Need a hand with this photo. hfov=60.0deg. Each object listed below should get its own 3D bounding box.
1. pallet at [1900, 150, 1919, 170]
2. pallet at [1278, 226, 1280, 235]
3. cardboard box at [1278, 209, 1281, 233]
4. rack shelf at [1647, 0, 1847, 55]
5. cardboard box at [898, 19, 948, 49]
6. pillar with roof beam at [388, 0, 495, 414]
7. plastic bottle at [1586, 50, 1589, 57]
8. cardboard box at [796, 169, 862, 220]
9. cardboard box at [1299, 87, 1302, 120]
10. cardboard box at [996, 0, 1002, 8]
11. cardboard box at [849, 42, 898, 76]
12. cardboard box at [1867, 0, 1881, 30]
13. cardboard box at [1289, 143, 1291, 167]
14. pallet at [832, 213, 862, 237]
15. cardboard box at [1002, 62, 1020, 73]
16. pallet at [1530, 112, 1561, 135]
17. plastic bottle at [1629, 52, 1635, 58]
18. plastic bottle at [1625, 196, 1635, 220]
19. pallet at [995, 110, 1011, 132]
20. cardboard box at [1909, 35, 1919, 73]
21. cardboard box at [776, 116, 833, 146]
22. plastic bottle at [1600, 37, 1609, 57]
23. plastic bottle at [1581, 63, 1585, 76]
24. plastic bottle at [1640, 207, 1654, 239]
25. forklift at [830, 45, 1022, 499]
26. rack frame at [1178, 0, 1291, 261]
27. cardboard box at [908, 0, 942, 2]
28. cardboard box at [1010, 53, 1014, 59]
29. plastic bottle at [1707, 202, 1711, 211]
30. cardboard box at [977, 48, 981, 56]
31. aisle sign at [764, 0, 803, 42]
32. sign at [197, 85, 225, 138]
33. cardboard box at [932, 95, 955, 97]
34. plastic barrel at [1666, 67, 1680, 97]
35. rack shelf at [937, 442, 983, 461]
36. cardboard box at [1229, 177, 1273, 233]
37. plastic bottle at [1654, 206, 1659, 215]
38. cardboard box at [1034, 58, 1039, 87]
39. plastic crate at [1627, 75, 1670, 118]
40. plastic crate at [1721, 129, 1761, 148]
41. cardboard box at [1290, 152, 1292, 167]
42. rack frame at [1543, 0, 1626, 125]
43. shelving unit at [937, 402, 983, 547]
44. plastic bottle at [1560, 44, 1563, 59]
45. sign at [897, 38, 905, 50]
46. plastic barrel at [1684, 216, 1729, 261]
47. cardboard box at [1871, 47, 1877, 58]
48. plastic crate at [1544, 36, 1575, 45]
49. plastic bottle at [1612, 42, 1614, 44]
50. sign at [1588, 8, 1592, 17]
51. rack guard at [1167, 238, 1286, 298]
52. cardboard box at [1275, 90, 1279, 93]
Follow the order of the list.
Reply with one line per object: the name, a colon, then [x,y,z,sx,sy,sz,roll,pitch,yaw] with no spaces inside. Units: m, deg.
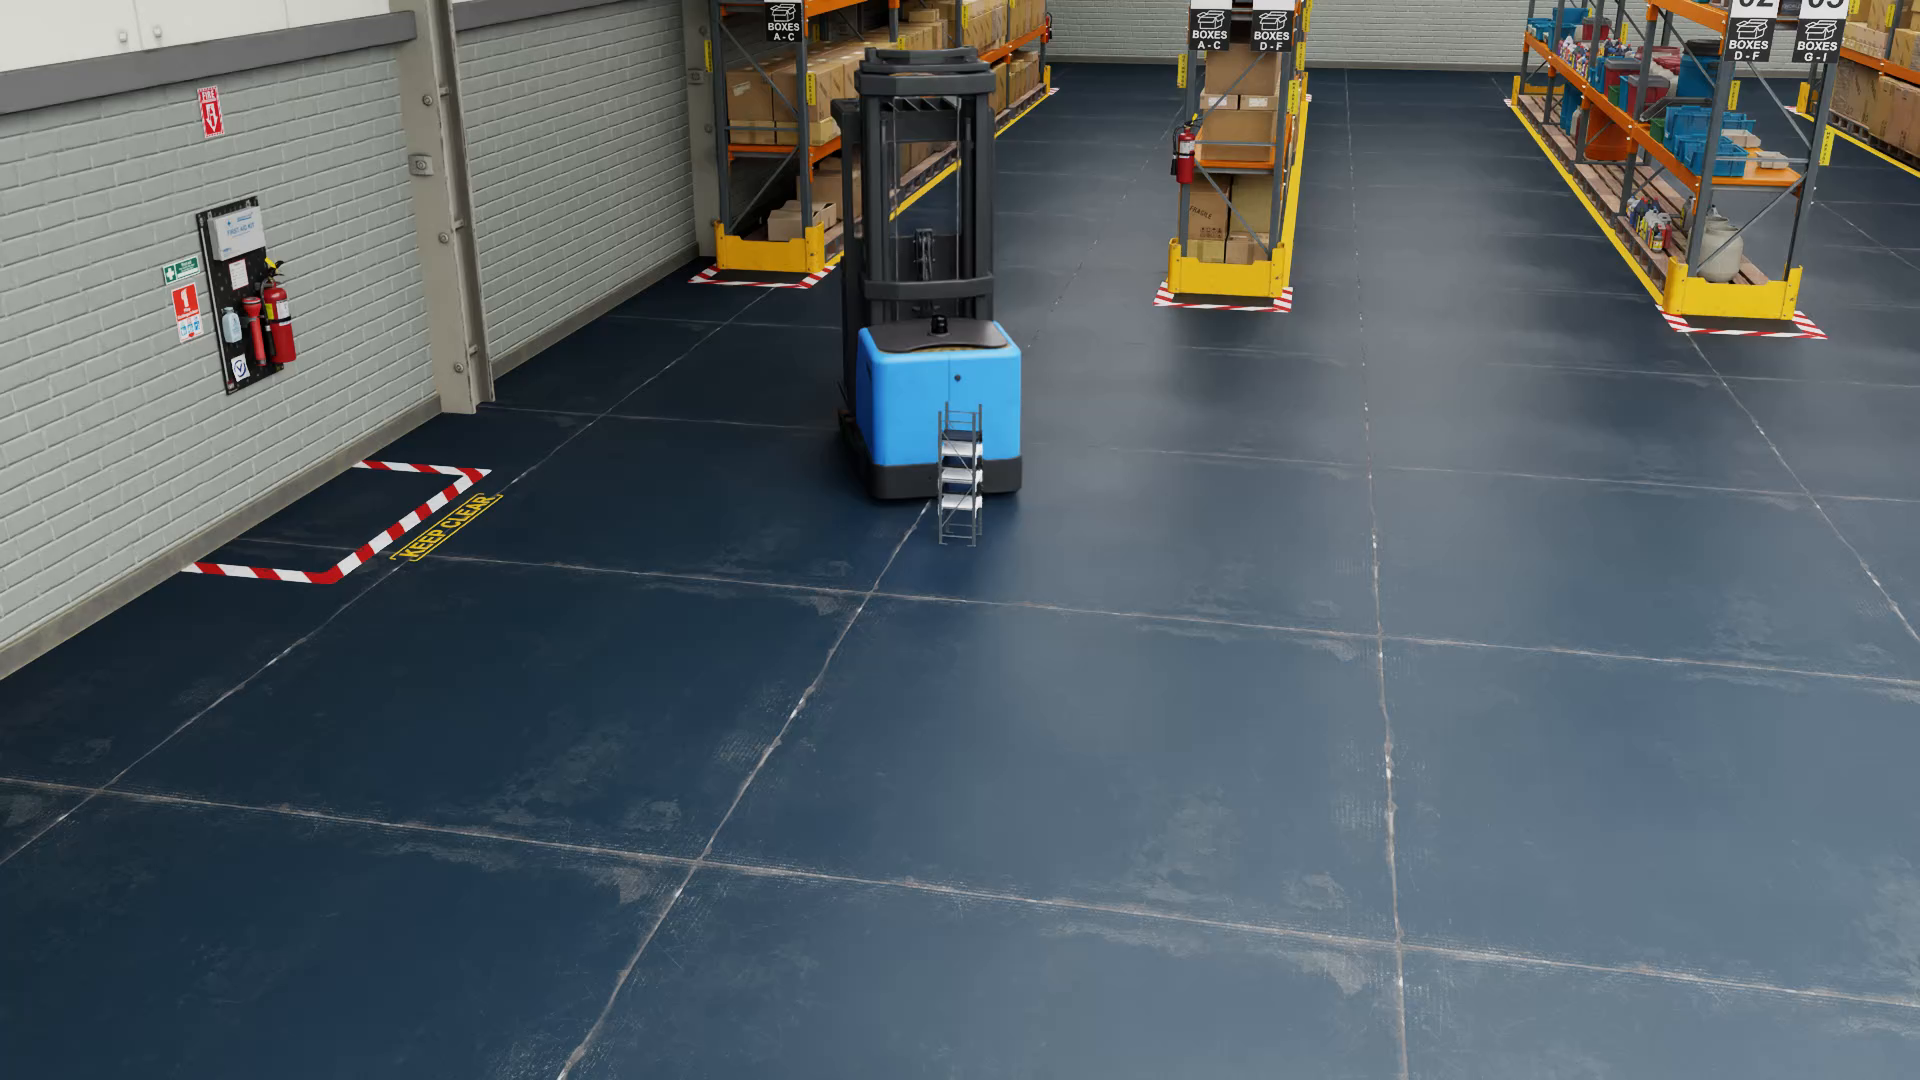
pallet: [14.569,-5.587,24.443,1.003,0.211,1.213,4,22,11]
pallet: [3.367,-3.866,20.169,1.003,0.211,1.213,4,22,11]
cardboard box: [3.389,-3.631,18.972,0.500,0.250,0.500,4,22,11]
rack shelf: [8.011,-5.394,17.179,1.077,0.370,4.000,4,22,11]
cardboard box: [-0.550,-7.364,24.399,0.700,0.500,0.500,2,22,5]
pillar with roof beam: [0.190,-4.942,11.080,9.100,9.000,0.400,4,22,11]
plastic bottle: [9.312,-7.132,24.702,0.061,0.283,0.133,4,22,11]
cardboard box: [-1.552,-4.124,19.835,0.700,0.500,0.500,3,22,8]
cardboard box: [5.383,-7.215,27.510,0.500,0.500,0.500,4,22,11]
cardboard box: [0.394,-8.914,27.408,0.500,0.250,0.500,5,22,12]
cardboard box: [-1.074,-5.914,20.693,0.500,0.500,0.500,4,22,11]
cardboard box: [14.838,-8.404,26.503,0.500,0.500,0.500,5,22,11]
cardboard box: [4.110,-5.130,21.945,0.500,0.311,0.500,4,22,9]
pallet: [-1.629,-3.834,20.090,1.003,0.211,1.213,4,22,11]
cardboard box: [0.854,-8.462,29.765,0.380,0.149,0.250,5,23,13]
pallet: [10.163,-6.972,27.882,1.003,0.211,1.213,4,22,11]
plastic bottle: [9.926,-7.067,24.558,0.097,0.271,0.097,0,22,0]
plastic bottle: [7.925,-3.923,19.643,0.097,0.271,0.097,0,22,0]
pallet: [0.269,-7.167,28.367,1.003,0.211,1.213,4,22,11]
cardboard box: [14.357,-7.146,24.449,0.500,0.500,0.500,4,22,10]
cardboard box: [-1.686,-4.454,18.072,0.500,0.250,0.500,4,22,9]
plastic bottle: [10.043,-7.621,25.826,0.144,0.351,0.185,4,22,11]
plastic bottle: [9.008,-6.780,23.938,0.097,0.201,0.097,0,22,0]
plastic bottle: [7.723,-3.555,18.622,0.144,0.351,0.185,4,22,10]
forklift: [-0.341,-2.155,12.280,1.130,2.935,3.031,-4,22,-10]
rack frame: [2.754,-3.984,16.730,1.000,3.000,0.127,4,22,11]
cardboard box: [-0.516,-8.202,25.641,0.500,0.250,0.500,4,22,9]
cardboard box: [0.799,-9.068,31.270,0.380,0.149,0.250,5,22,11]
plastic bottle: [8.530,-3.715,19.021,0.144,0.351,0.185,3,22,8]
cardboard box: [0.133,-7.843,26.622,0.380,0.149,0.250,5,22,11]
aisle sign: [-1.817,-5.517,17.057,0.394,0.787,0.004,4,22,11]
sign: [-4.665,-2.667,10.357,0.001,0.298,0.199,4,22,11]
cardboard box: [-0.185,-6.742,25.895,0.750,0.750,0.750,4,22,10]
plastic barrel: [8.829,-5.464,20.223,0.433,0.535,0.433,0,22,0]
rack shelf: [0.002,-0.556,10.638,0.258,0.077,0.200,4,22,11]
cardboard box: [3.182,-3.613,17.925,0.500,0.500,0.500,4,22,11]
plastic bottle: [7.936,-3.680,19.040,0.097,0.271,0.097,0,22,0]
cardboard box: [1.124,-8.983,31.928,0.700,0.500,0.500,4,22,11]
plastic crate: [8.218,-5.298,19.907,0.402,0.464,0.583,4,22,11]
plastic crate: [8.335,-4.332,17.948,0.530,0.136,0.437,4,22,11]
cardboard box: [4.311,-5.245,22.981,0.500,0.250,0.500,5,22,12]
rack frame: [10.051,-7.994,26.686,1.000,3.000,0.127,4,22,11]
shelving unit: [0.002,-0.420,10.693,0.258,0.900,0.210,4,22,11]
plastic bottle: [9.506,-7.704,26.140,0.097,0.271,0.097,0,22,0]
sign: [-0.747,-6.186,21.039,0.100,0.325,0.005,4,22,11]
plastic barrel: [7.764,-3.075,17.243,0.421,0.512,0.421,0,22,0]
cardboard box: [14.694,-7.730,26.369,0.380,0.149,0.250,5,22,12]
plastic crate: [10.017,-8.324,27.794,0.437,0.125,0.590,4,22,11]
plastic bottle: [10.213,-7.634,25.958,0.152,0.276,0.135,4,22,11]
sign: [11.409,-9.496,30.199,0.100,0.325,0.005,4,22,11]
rack guard: [2.749,-2.816,17.175,1.175,0.500,0.348,4,22,11]
cardboard box: [3.096,-4.555,17.146,0.380,0.149,0.250,4,22,10]
